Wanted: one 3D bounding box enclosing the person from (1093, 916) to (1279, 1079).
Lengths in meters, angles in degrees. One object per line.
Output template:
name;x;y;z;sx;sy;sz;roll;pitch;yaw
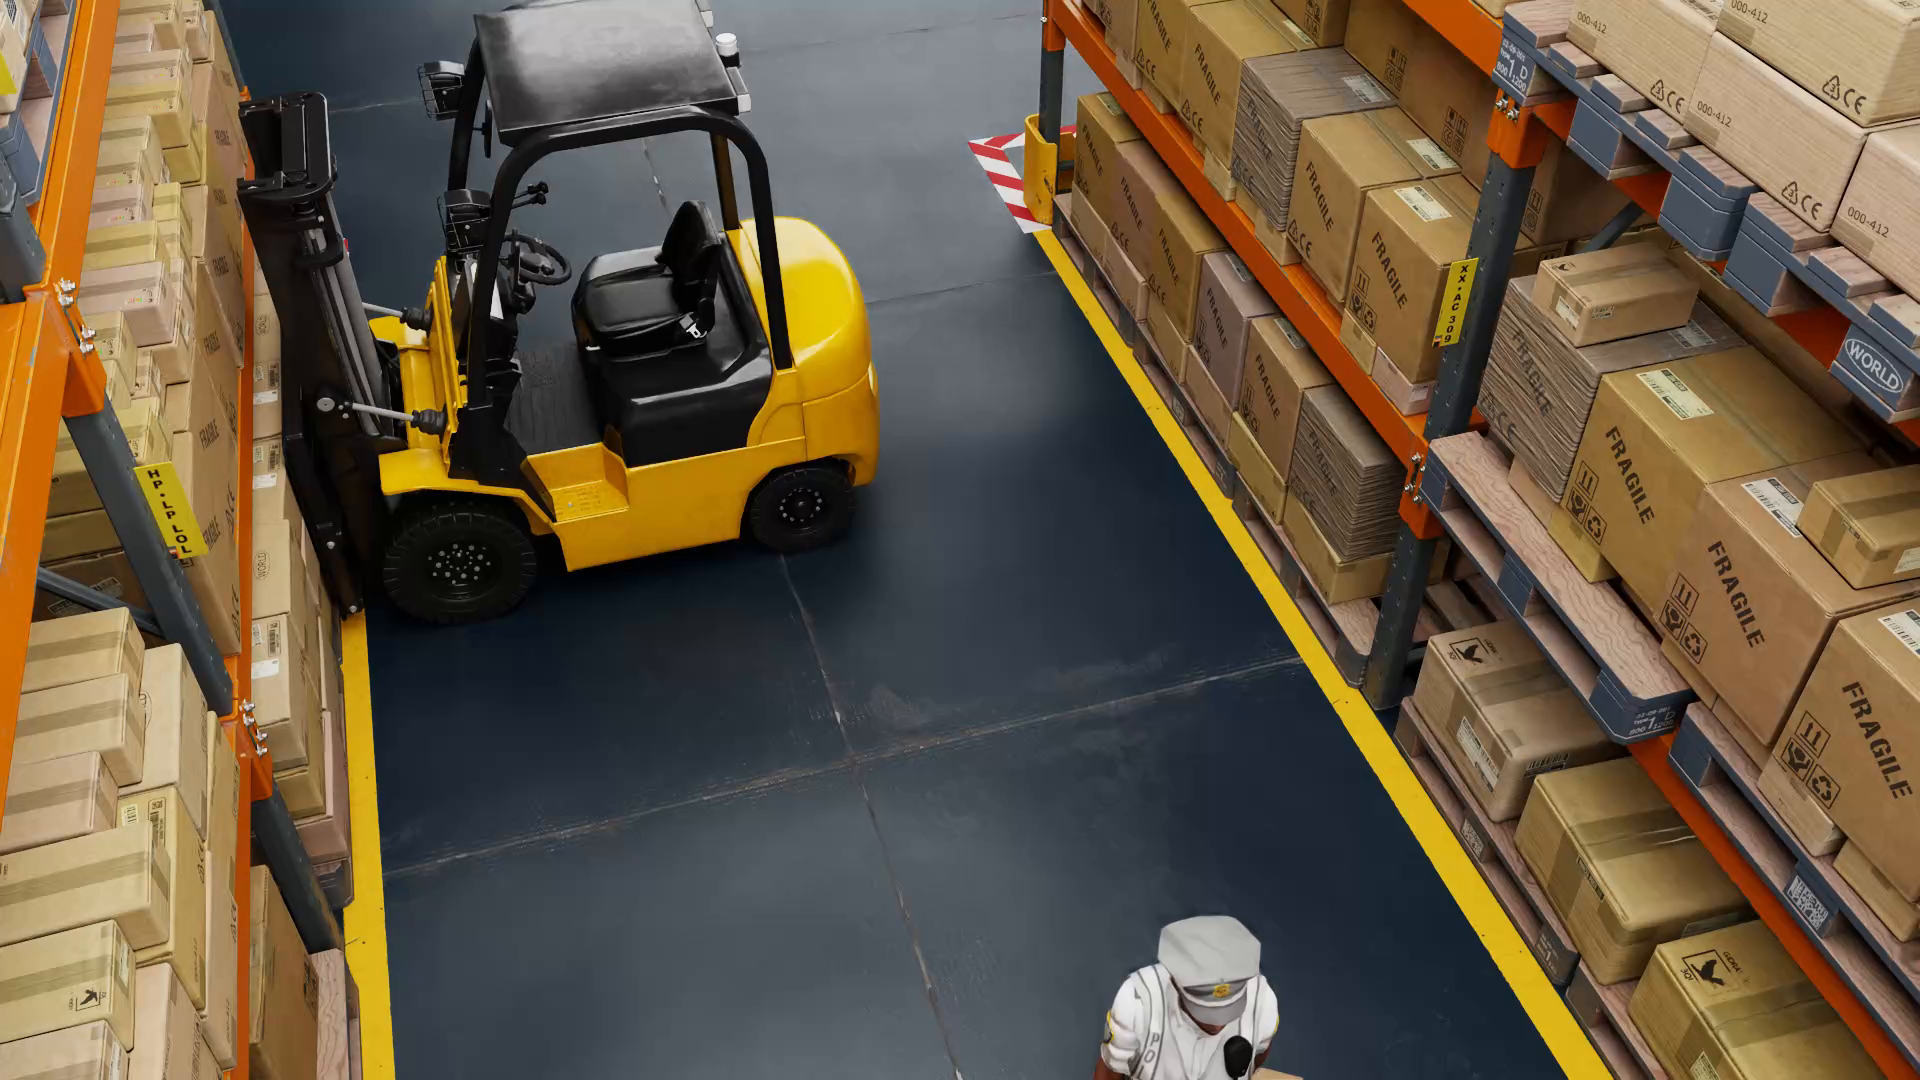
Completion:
person;0.590;1.497;4.516;0.454;1.609;1.068;7;43;7
